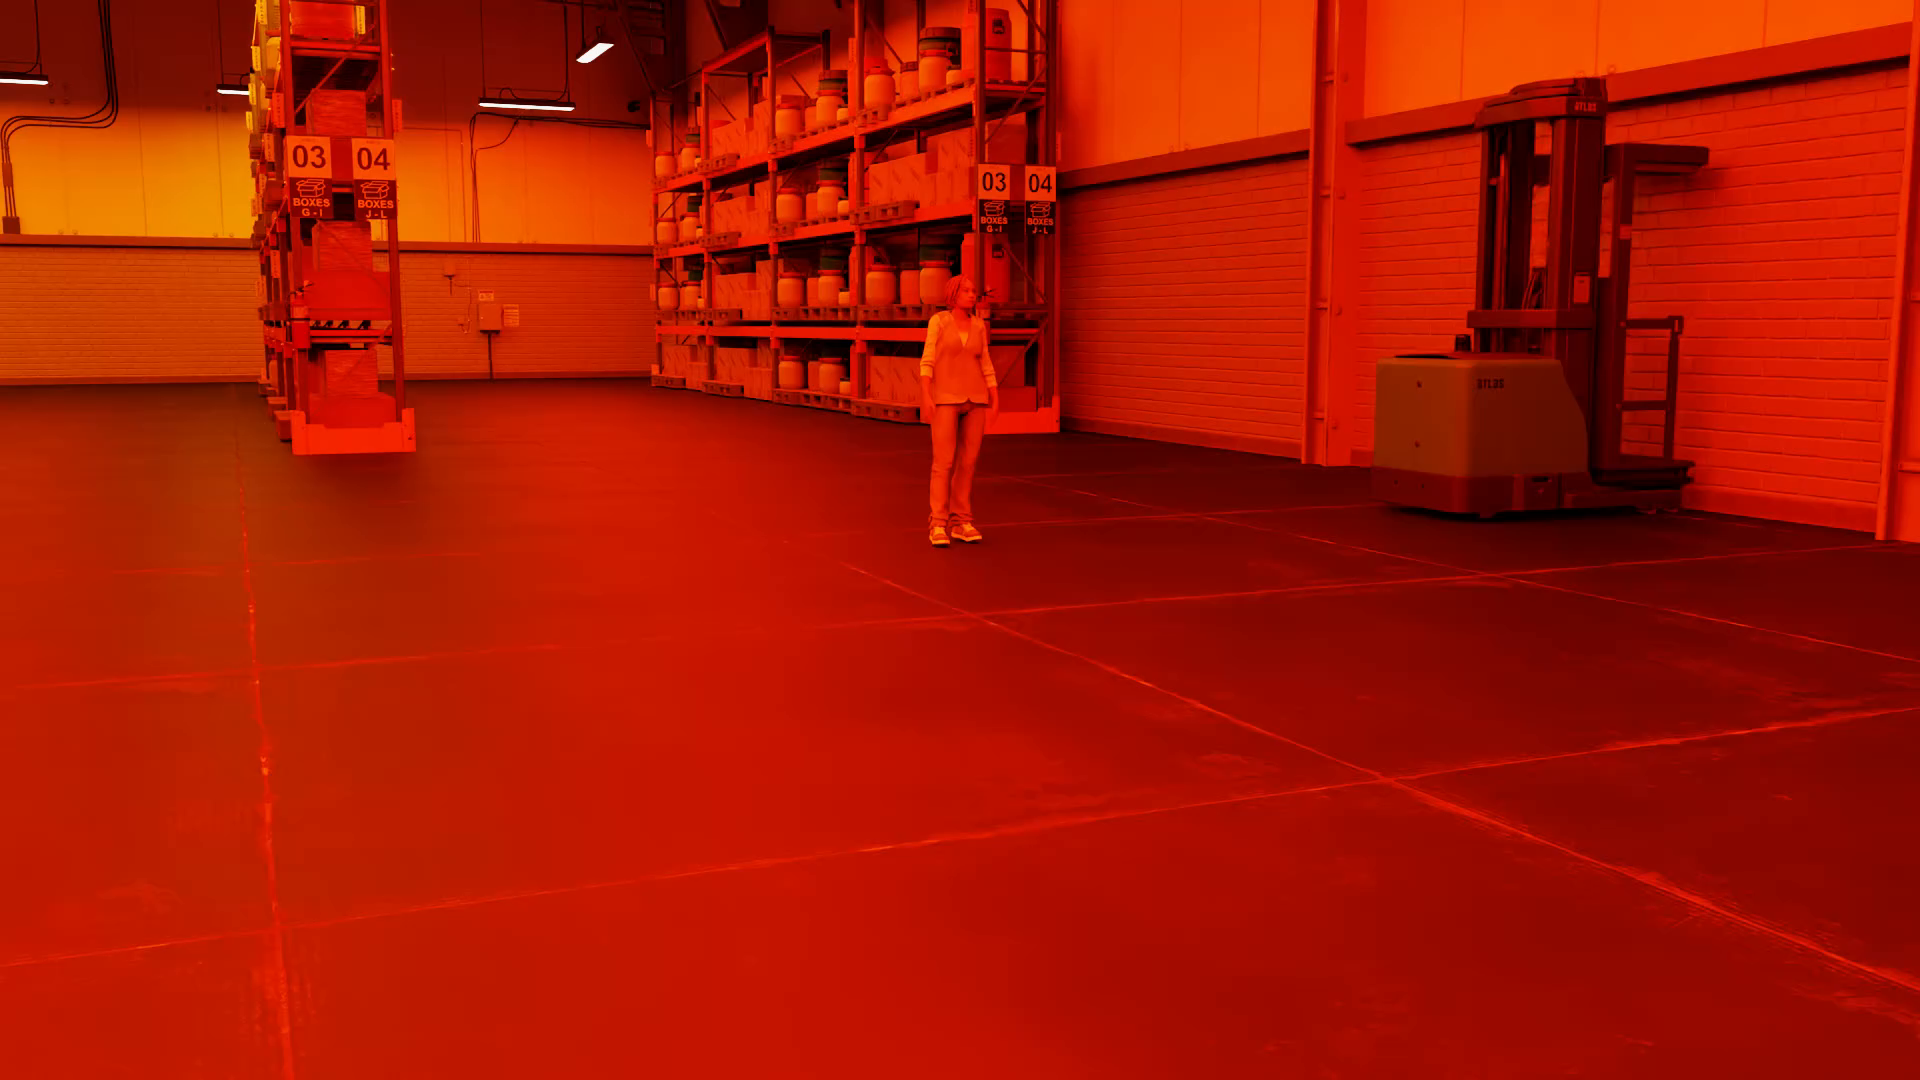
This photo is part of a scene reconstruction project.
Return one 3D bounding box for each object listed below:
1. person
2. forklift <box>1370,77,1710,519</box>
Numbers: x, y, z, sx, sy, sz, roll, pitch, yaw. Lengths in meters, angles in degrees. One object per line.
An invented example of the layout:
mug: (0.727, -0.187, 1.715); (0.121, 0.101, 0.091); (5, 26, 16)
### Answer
person: (0.017, -0.790, 9.975); (0.520, 1.599, 0.473); (-3, 8, -23)
forklift: (4.484, -1.689, 11.753); (3.031, 2.935, 1.130); (-3, 8, -21)
